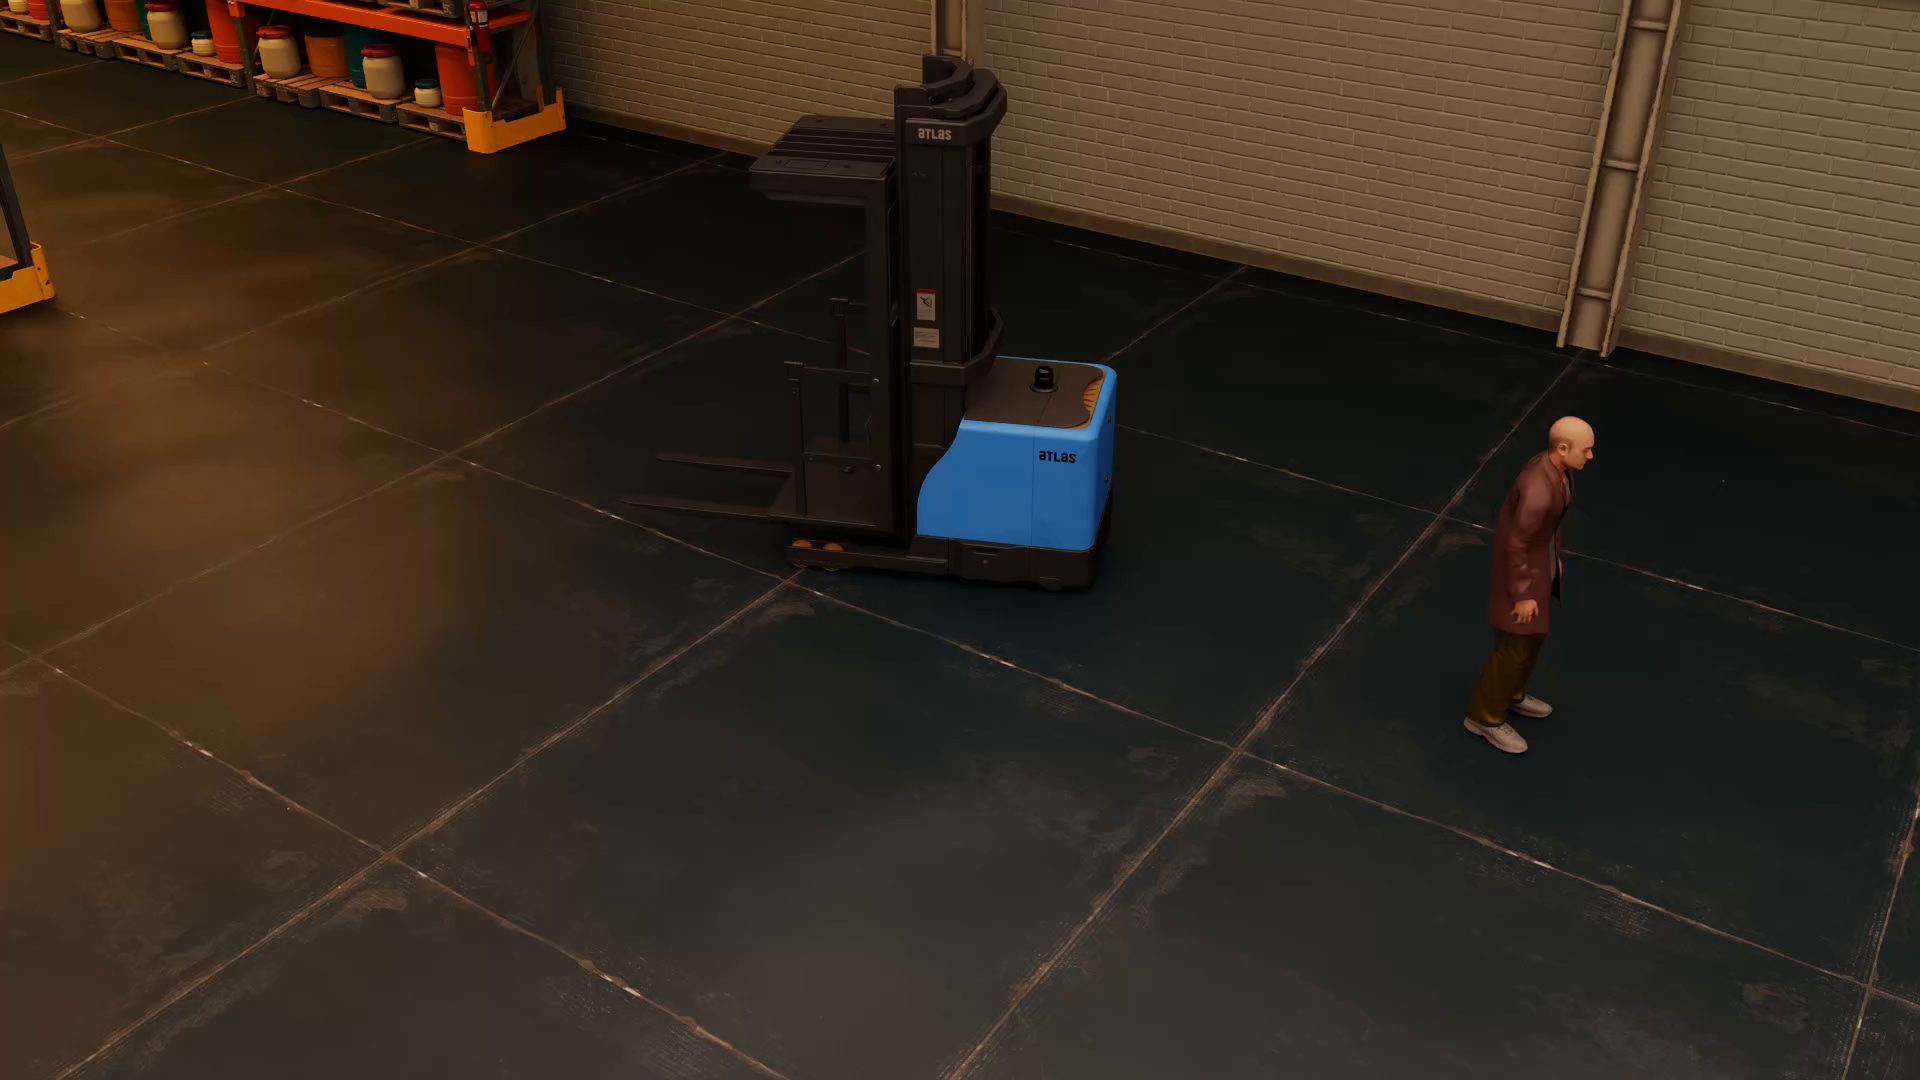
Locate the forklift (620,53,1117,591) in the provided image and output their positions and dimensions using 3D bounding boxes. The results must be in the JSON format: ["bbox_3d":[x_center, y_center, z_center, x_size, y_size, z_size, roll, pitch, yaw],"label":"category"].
[{"bbox_3d":[-0.596,-1.330,9.871,3.031,2.935,1.130,6,31,10],"label":"forklift"}]

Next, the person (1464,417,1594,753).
[{"bbox_3d":[2.895,0.182,8.420,0.423,1.774,0.656,18,35,28],"label":"person"}]
